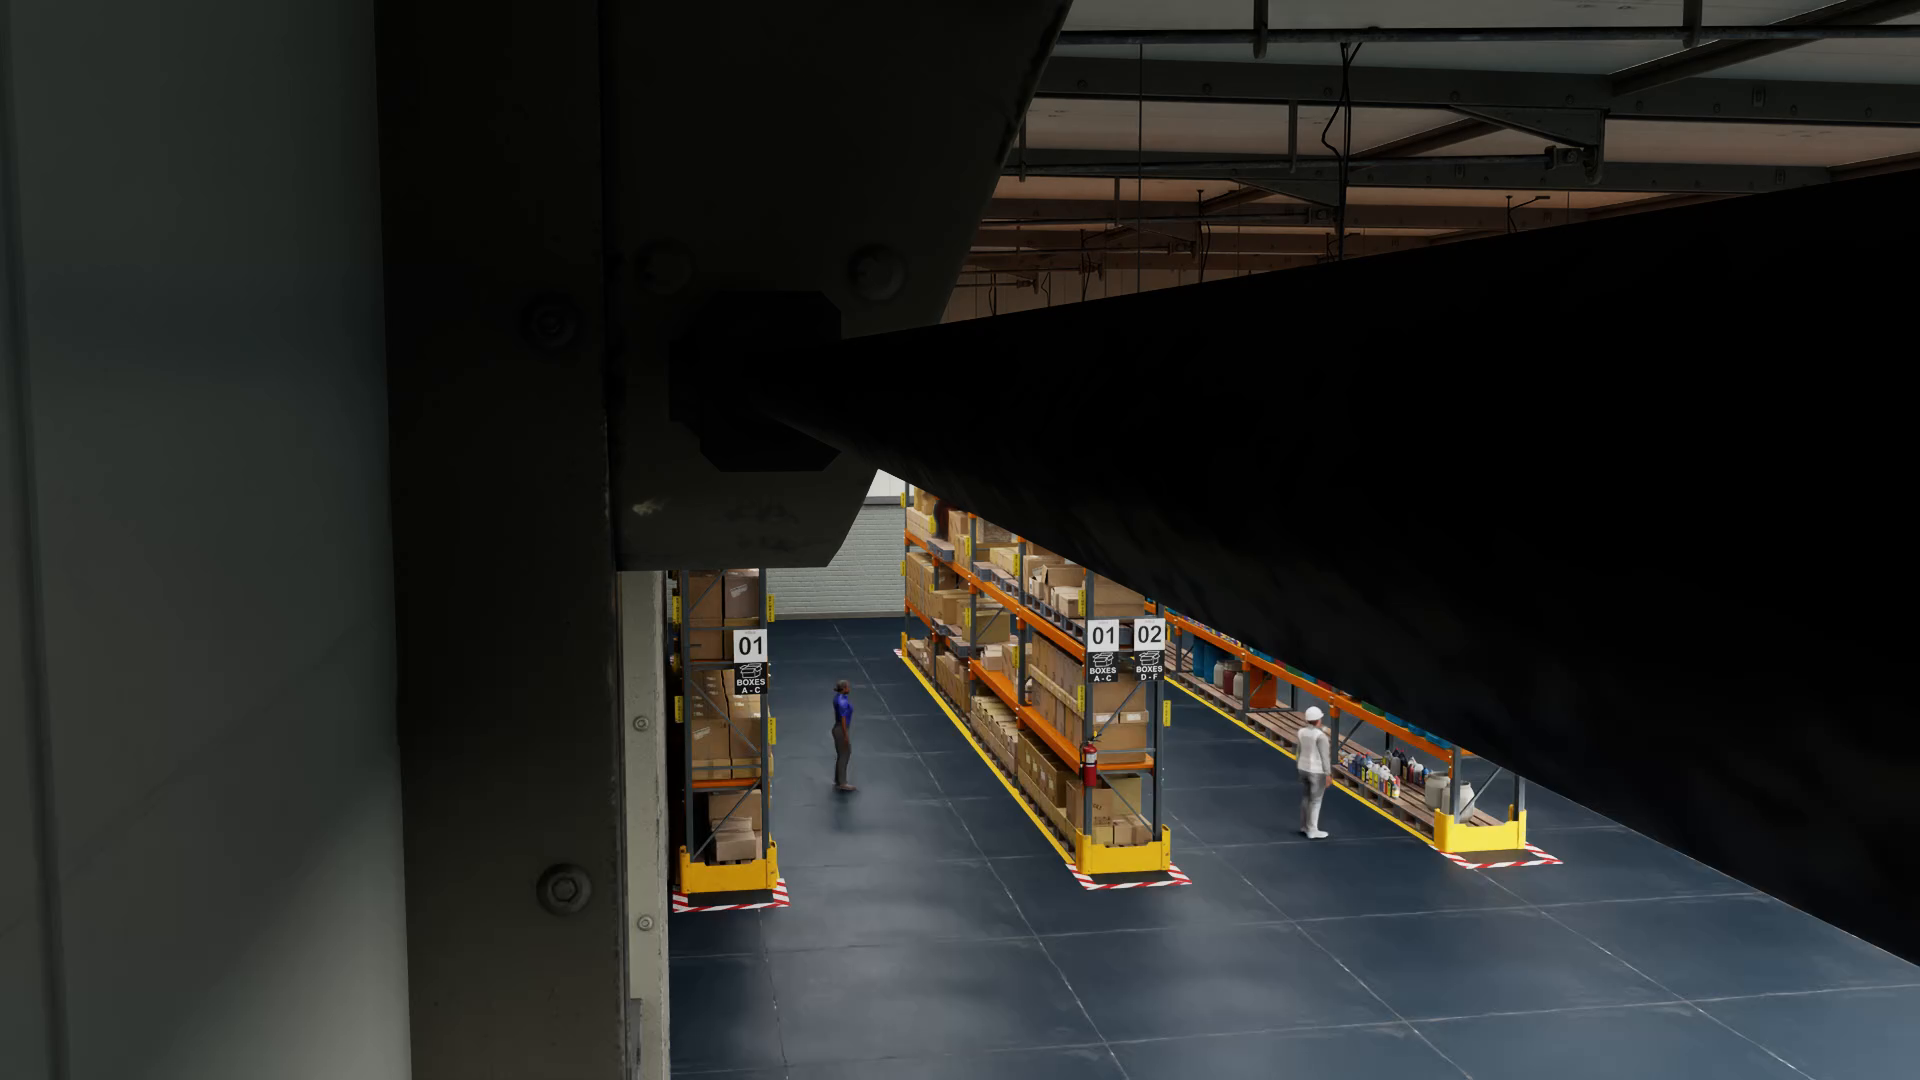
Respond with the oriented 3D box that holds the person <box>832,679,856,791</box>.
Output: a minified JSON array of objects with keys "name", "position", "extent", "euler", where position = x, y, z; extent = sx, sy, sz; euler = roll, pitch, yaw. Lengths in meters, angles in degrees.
[{"name":"person","position":[-1.757,2.955,25.041],"extent":[0.332,1.743,0.507],"euler":[-1,6,-12]}]

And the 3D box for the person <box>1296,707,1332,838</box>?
[{"name":"person","position":[4.818,3.142,22.444],"extent":[0.447,1.810,0.588],"euler":[-3,7,-29]}]
